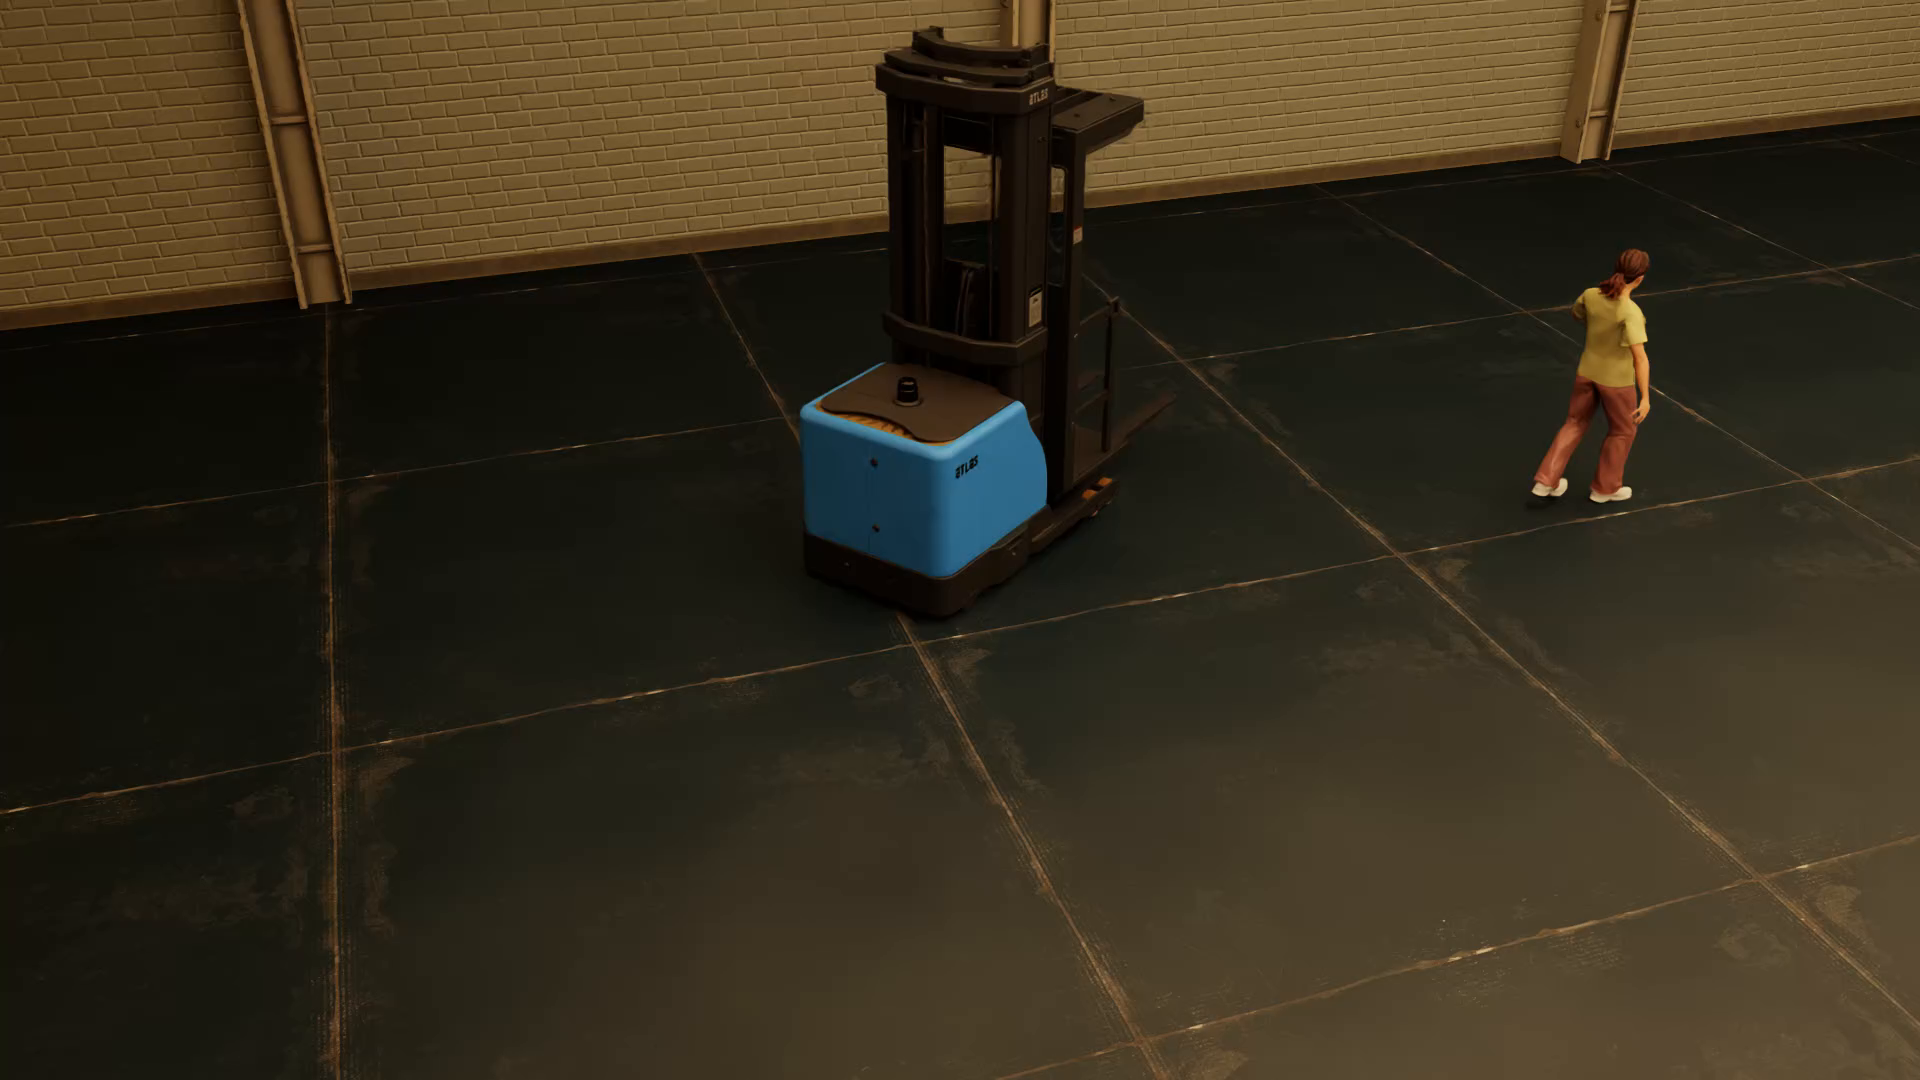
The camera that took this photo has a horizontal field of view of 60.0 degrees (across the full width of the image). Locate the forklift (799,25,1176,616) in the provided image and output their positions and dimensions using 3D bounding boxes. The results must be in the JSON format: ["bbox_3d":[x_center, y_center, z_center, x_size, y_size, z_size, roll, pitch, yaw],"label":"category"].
[{"bbox_3d":[0.342,-1.538,9.759,1.130,2.935,3.031,19,35,29],"label":"forklift"}]

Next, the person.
[{"bbox_3d":[3.907,-0.961,10.048,0.700,1.659,0.837,-17,34,-27],"label":"person"}]
